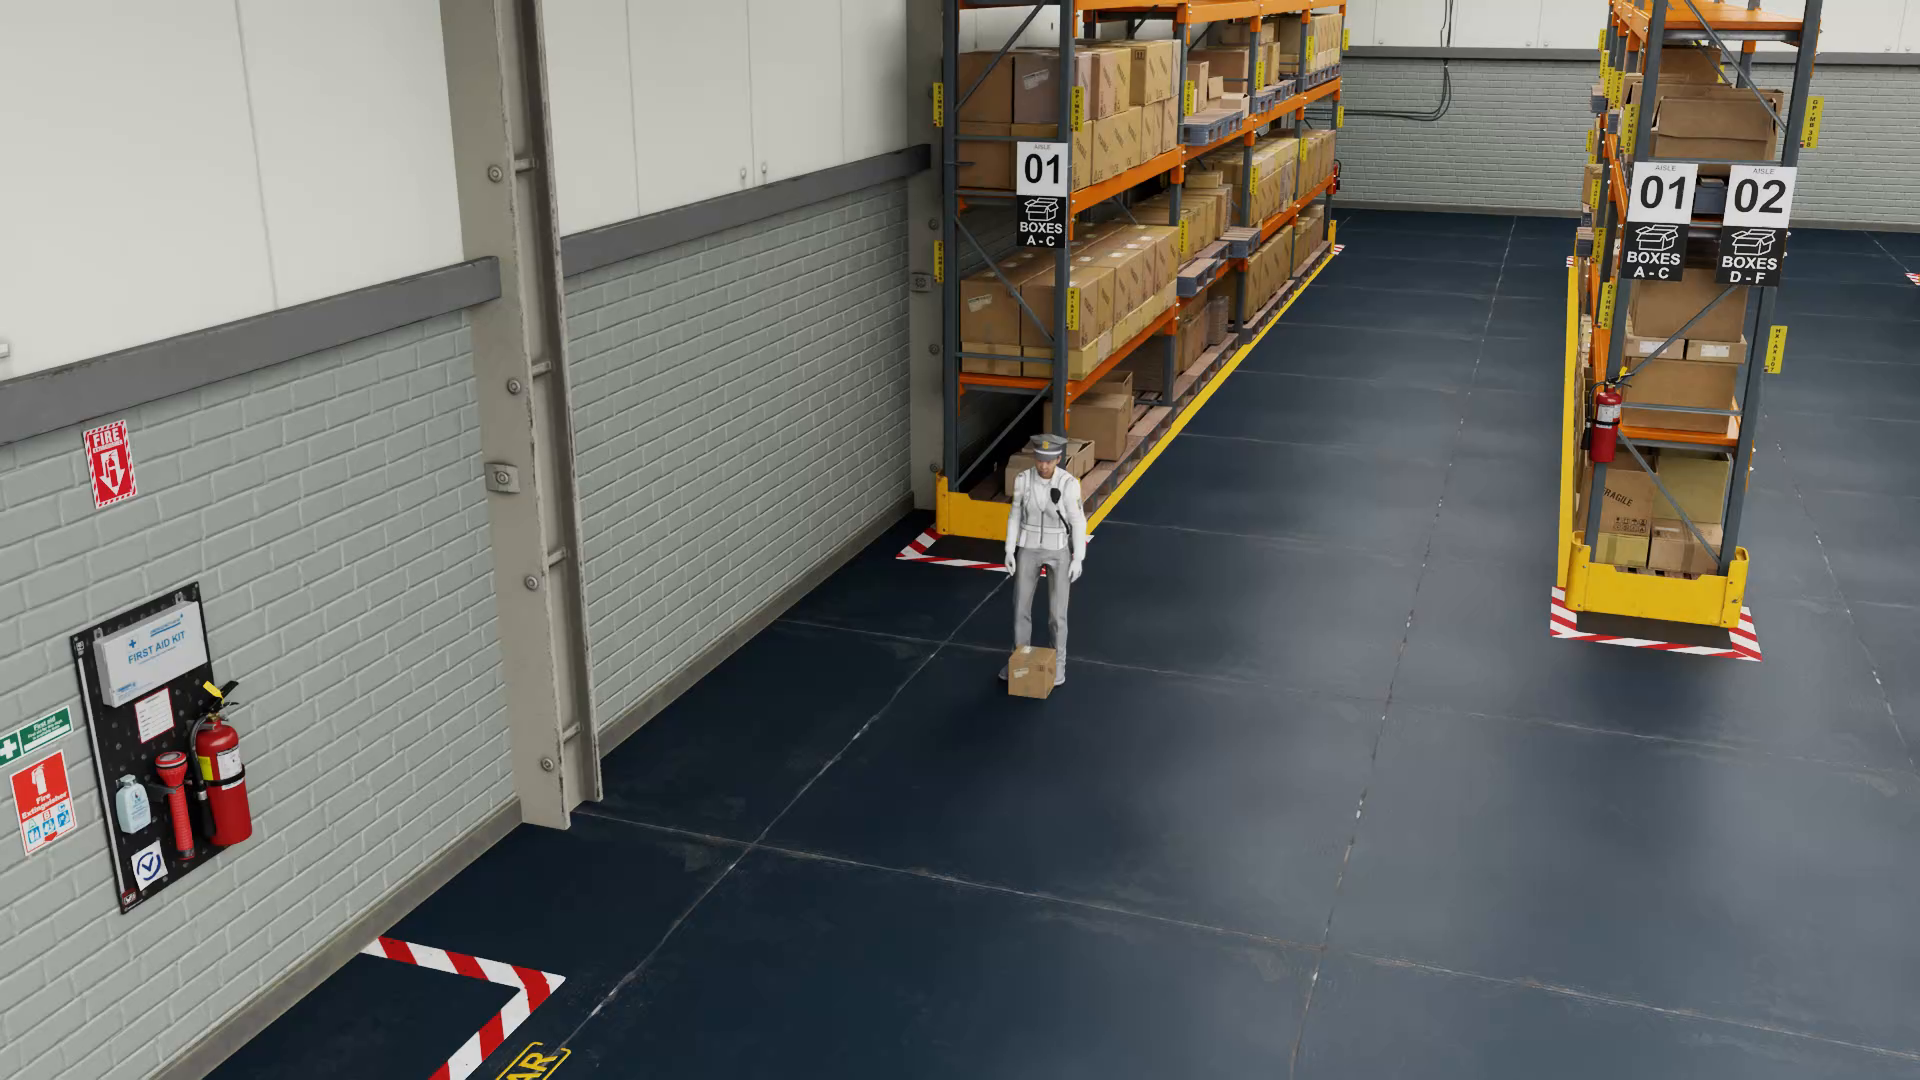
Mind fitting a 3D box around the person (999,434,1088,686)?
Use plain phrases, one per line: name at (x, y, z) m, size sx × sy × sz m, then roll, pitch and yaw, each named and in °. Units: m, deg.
person at (0.547, 0.110, 10.734) m, size 0.546 × 1.664 × 0.376 m, roll 5°, pitch 19°, yaw 15°
